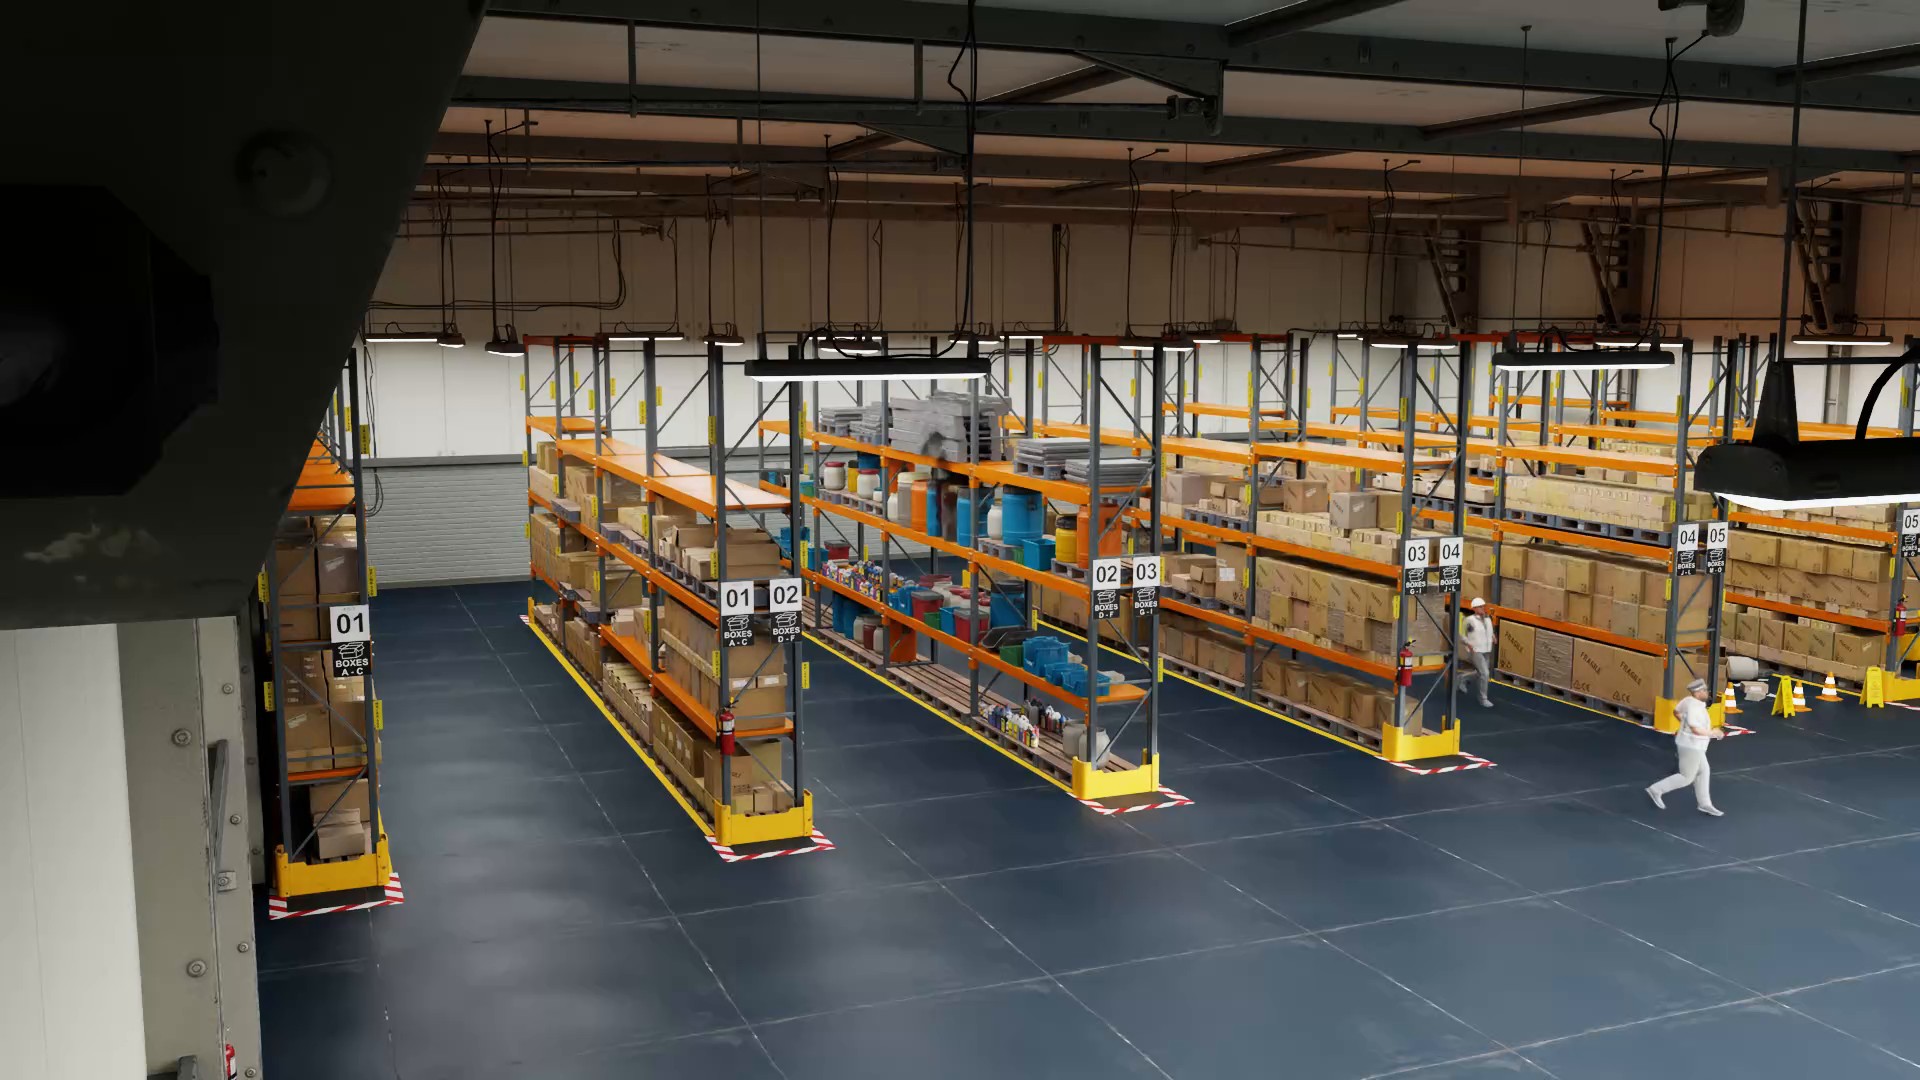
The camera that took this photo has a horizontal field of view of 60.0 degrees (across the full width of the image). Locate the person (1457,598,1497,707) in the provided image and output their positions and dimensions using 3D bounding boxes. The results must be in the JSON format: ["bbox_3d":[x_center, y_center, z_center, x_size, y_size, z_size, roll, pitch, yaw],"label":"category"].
[{"bbox_3d":[8.539,1.825,27.465,0.656,1.772,0.800,-4,9,-30],"label":"person"}]

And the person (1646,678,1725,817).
[{"bbox_3d":[9.308,2.639,21.269,0.966,1.799,0.672,2,8,17],"label":"person"}]

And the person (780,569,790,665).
[{"bbox_3d":[-3.261,1.384,30.840,0.609,1.717,0.902,-2,8,-16],"label":"person"}]
